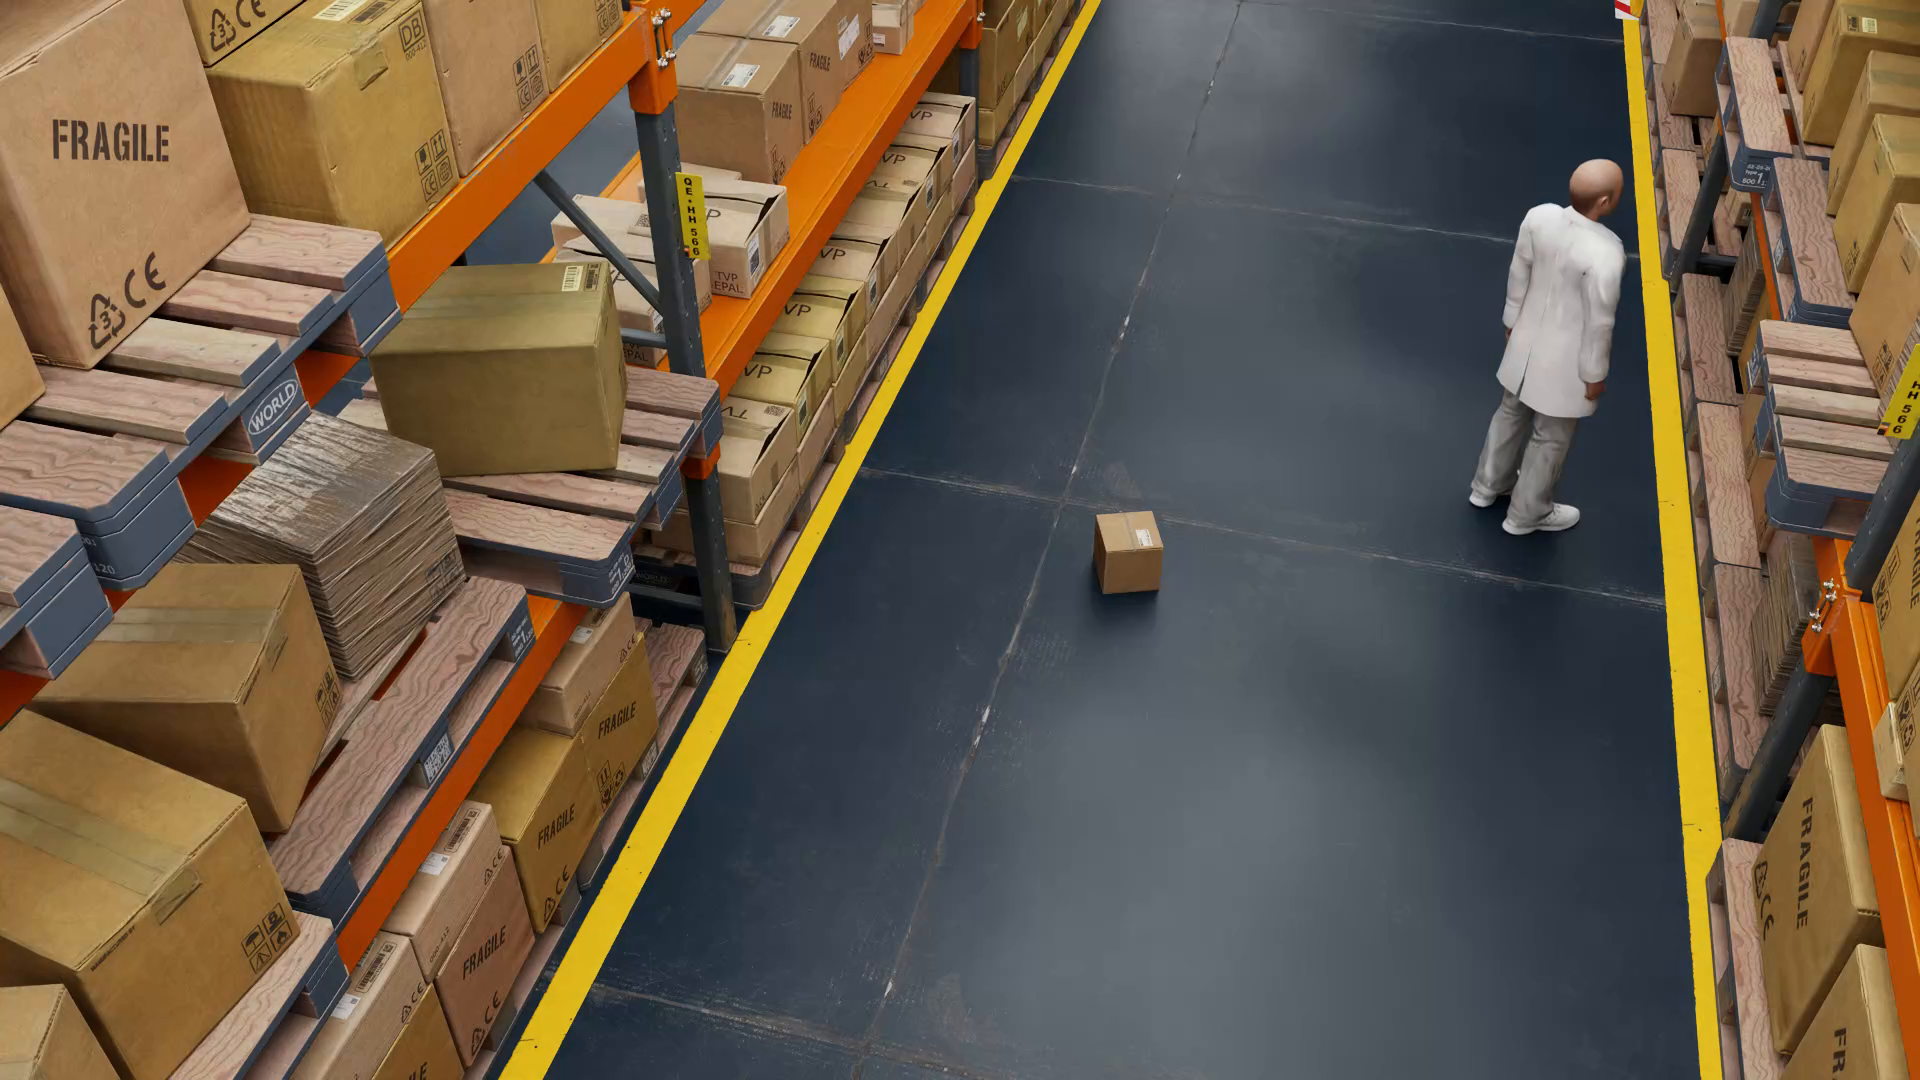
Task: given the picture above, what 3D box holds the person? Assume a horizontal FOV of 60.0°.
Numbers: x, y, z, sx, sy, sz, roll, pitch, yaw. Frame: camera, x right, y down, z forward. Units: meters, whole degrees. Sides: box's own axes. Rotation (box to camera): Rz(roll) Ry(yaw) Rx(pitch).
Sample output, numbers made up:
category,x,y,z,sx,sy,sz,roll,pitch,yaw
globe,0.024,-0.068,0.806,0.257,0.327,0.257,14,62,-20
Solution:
category,x,y,z,sx,sy,sz,roll,pitch,yaw
person,2.584,-0.826,7.131,0.390,1.790,0.576,-17,43,-19
